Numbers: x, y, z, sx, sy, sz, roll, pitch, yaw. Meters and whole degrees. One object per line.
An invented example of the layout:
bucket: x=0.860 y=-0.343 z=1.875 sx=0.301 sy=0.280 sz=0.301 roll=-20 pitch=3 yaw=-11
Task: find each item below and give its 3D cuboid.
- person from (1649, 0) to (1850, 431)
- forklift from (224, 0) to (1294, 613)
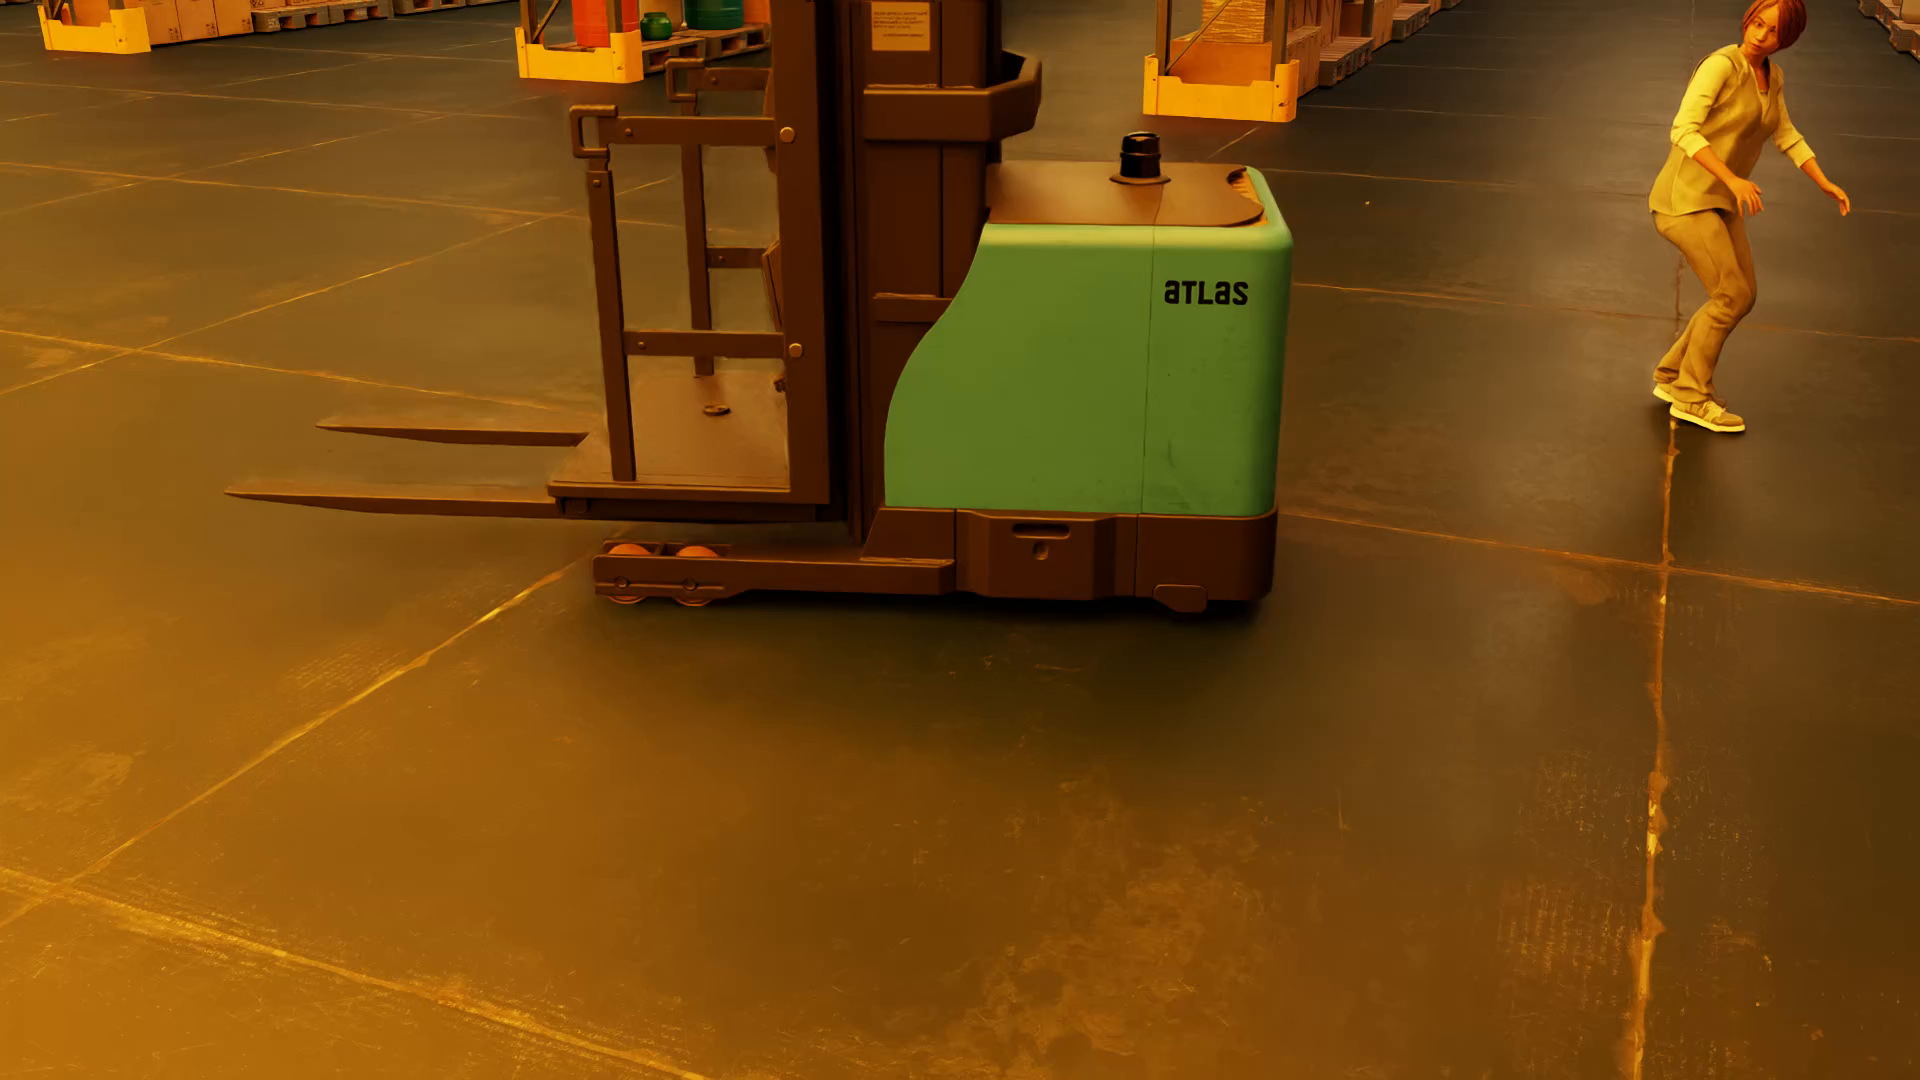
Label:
person: x=2.759 y=-1.138 z=5.885 sx=0.657 sy=1.549 sz=0.570 roll=-20 pitch=30 yaw=-40
forklift: x=-0.614 y=-1.367 z=4.562 sx=3.031 sy=2.935 sz=1.130 roll=2 pitch=23 yaw=4
